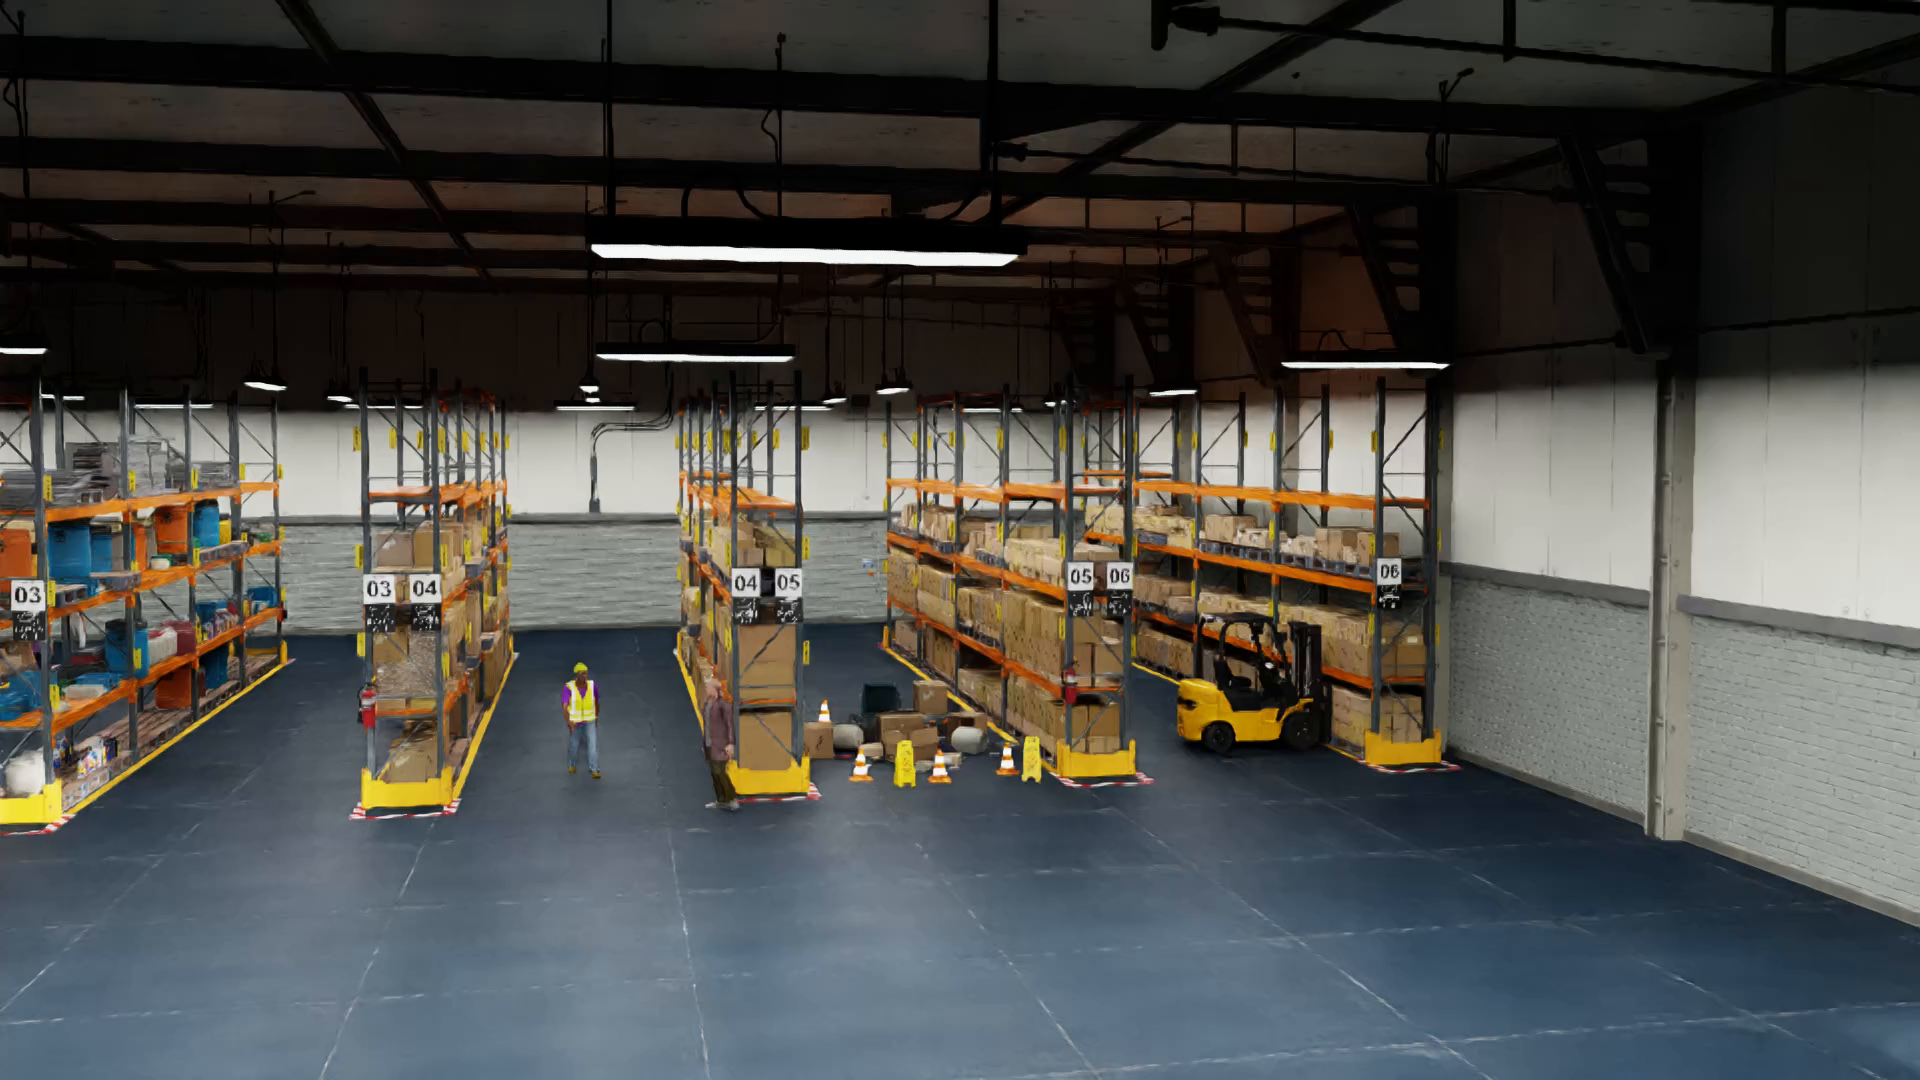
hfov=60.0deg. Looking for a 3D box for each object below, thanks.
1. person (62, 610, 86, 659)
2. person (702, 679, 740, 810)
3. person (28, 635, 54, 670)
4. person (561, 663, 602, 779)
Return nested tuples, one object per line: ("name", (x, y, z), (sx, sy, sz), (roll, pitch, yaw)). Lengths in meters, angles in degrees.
("person", (-20.106, 1.949, 37.750), (0.482, 1.622, 0.948), (-2, 4, -35))
("person", (-3.257, 2.764, 22.515), (0.451, 1.773, 0.687), (-3, 5, -44))
("person", (-18.695, 2.214, 33.806), (0.419, 1.513, 1.037), (-1, 4, -14))
("person", (-5.628, 2.670, 24.693), (0.571, 1.708, 1.035), (-1, 4, -21))
